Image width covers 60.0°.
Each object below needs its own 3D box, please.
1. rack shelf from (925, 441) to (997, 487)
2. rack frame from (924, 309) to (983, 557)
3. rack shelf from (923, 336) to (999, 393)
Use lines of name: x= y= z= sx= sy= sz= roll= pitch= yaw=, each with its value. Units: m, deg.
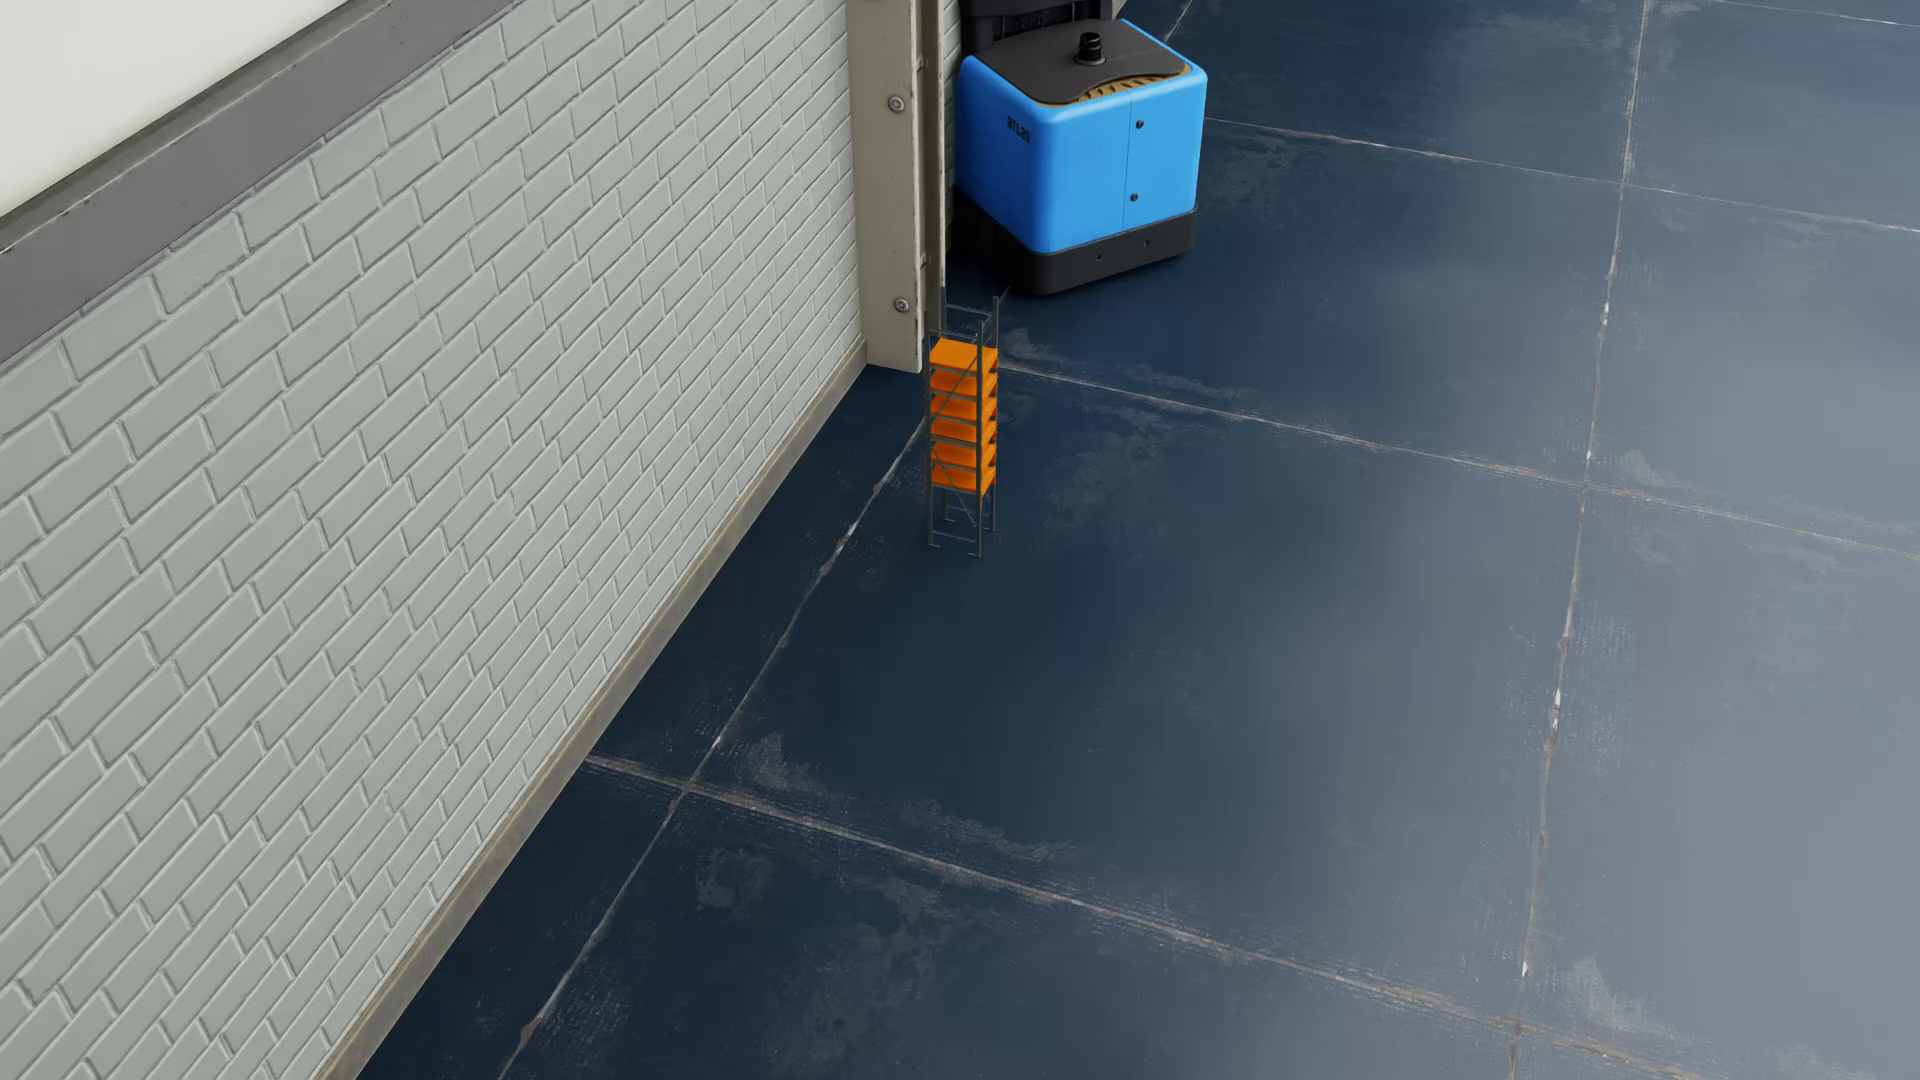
rack shelf: x=0.005 y=-0.340 z=6.978 sx=0.258 sy=0.103 sz=0.180 roll=13 pitch=42 yaw=15
rack frame: x=-0.026 y=-0.409 z=6.806 sx=0.240 sy=1.200 sz=0.006 roll=13 pitch=42 yaw=15
rack shelf: x=0.005 y=-0.705 z=6.666 sx=0.258 sy=0.103 sz=0.180 roll=13 pitch=42 yaw=15
